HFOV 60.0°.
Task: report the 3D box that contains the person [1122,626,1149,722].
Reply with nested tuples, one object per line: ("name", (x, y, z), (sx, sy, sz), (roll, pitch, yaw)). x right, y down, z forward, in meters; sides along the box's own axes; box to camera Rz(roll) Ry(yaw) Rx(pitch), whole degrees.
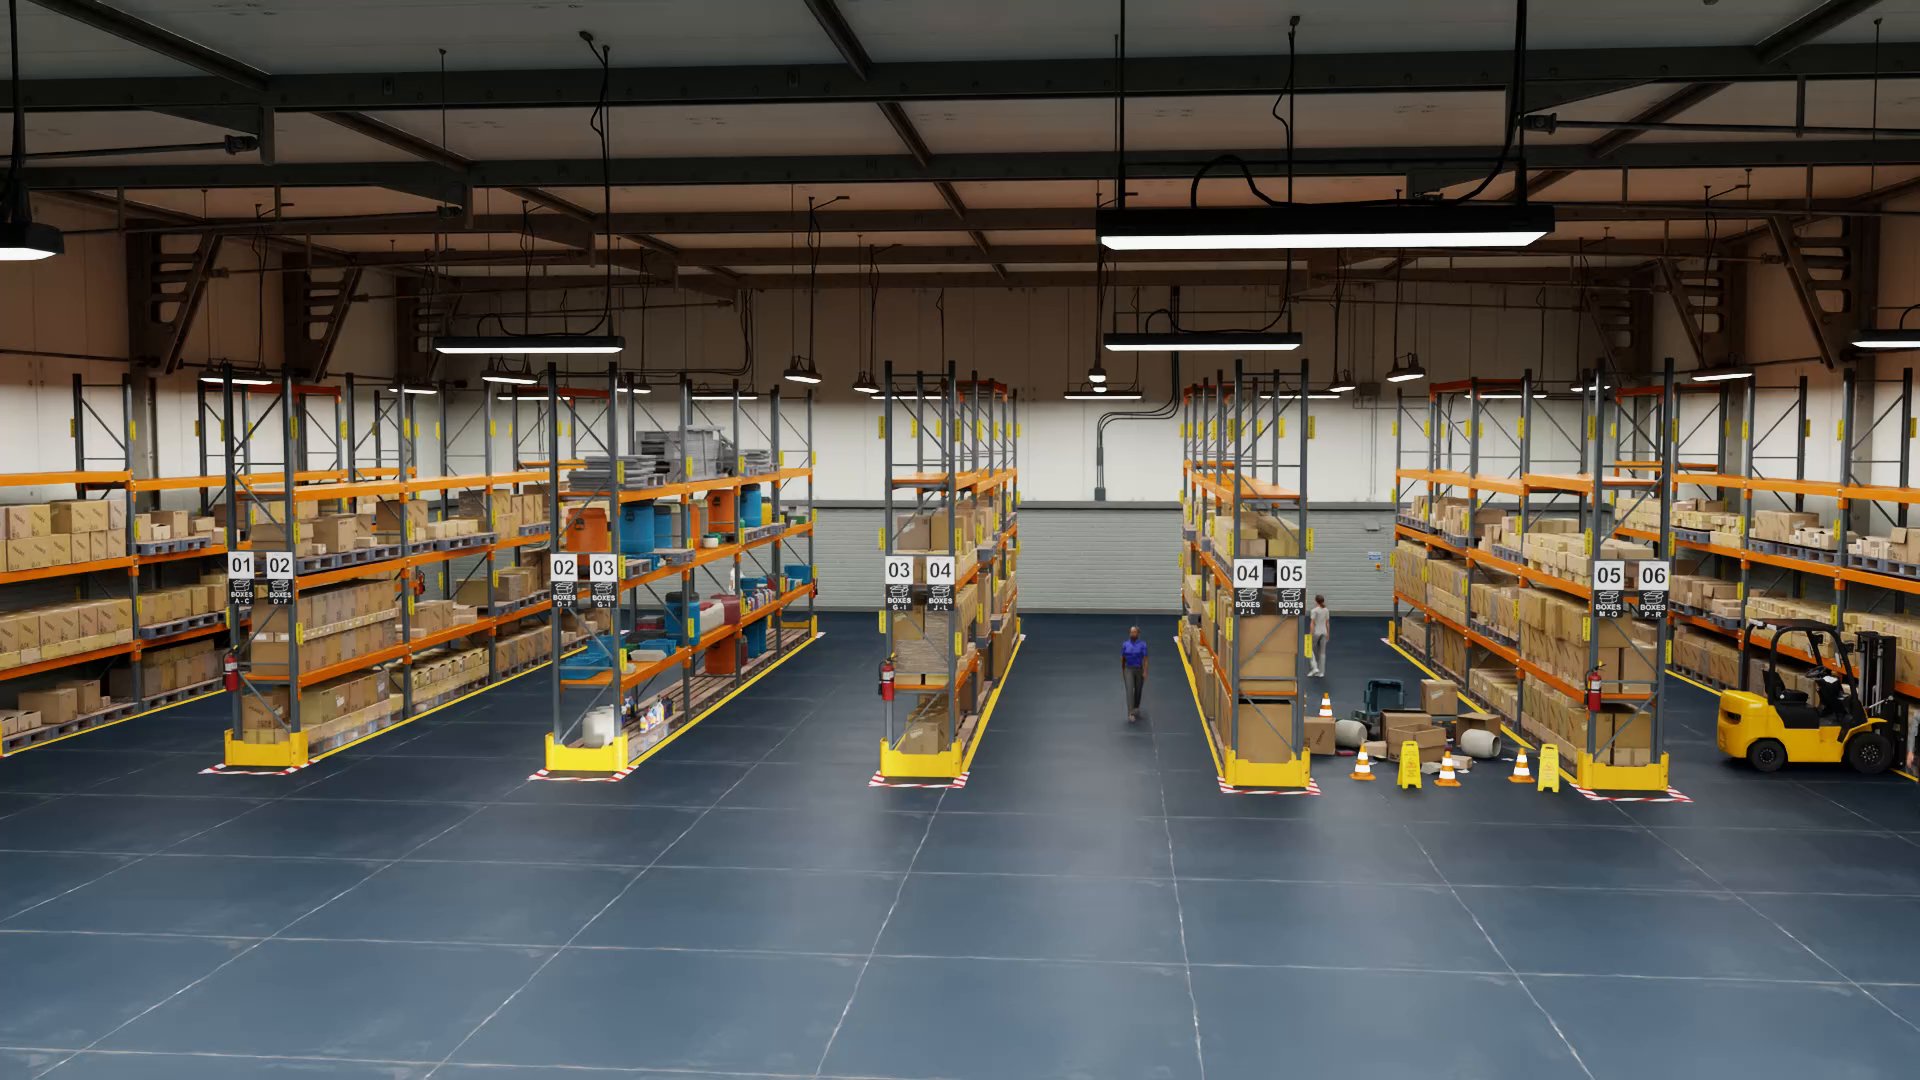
("person", (3.035, 2.292, 28.816), (0.446, 1.591, 1.033), (0, 4, 2))

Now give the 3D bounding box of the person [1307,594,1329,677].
("person", (7.294, 1.953, 33.835), (0.486, 1.691, 0.396), (-1, 4, -21))

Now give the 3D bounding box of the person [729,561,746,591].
("person", (-5.722, 1.354, 42.907), (0.441, 1.681, 0.507), (0, 4, 6))

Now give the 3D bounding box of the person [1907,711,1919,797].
("person", (12.348, 2.774, 21.100), (0.584, 1.689, 0.900), (3, 5, 37))
